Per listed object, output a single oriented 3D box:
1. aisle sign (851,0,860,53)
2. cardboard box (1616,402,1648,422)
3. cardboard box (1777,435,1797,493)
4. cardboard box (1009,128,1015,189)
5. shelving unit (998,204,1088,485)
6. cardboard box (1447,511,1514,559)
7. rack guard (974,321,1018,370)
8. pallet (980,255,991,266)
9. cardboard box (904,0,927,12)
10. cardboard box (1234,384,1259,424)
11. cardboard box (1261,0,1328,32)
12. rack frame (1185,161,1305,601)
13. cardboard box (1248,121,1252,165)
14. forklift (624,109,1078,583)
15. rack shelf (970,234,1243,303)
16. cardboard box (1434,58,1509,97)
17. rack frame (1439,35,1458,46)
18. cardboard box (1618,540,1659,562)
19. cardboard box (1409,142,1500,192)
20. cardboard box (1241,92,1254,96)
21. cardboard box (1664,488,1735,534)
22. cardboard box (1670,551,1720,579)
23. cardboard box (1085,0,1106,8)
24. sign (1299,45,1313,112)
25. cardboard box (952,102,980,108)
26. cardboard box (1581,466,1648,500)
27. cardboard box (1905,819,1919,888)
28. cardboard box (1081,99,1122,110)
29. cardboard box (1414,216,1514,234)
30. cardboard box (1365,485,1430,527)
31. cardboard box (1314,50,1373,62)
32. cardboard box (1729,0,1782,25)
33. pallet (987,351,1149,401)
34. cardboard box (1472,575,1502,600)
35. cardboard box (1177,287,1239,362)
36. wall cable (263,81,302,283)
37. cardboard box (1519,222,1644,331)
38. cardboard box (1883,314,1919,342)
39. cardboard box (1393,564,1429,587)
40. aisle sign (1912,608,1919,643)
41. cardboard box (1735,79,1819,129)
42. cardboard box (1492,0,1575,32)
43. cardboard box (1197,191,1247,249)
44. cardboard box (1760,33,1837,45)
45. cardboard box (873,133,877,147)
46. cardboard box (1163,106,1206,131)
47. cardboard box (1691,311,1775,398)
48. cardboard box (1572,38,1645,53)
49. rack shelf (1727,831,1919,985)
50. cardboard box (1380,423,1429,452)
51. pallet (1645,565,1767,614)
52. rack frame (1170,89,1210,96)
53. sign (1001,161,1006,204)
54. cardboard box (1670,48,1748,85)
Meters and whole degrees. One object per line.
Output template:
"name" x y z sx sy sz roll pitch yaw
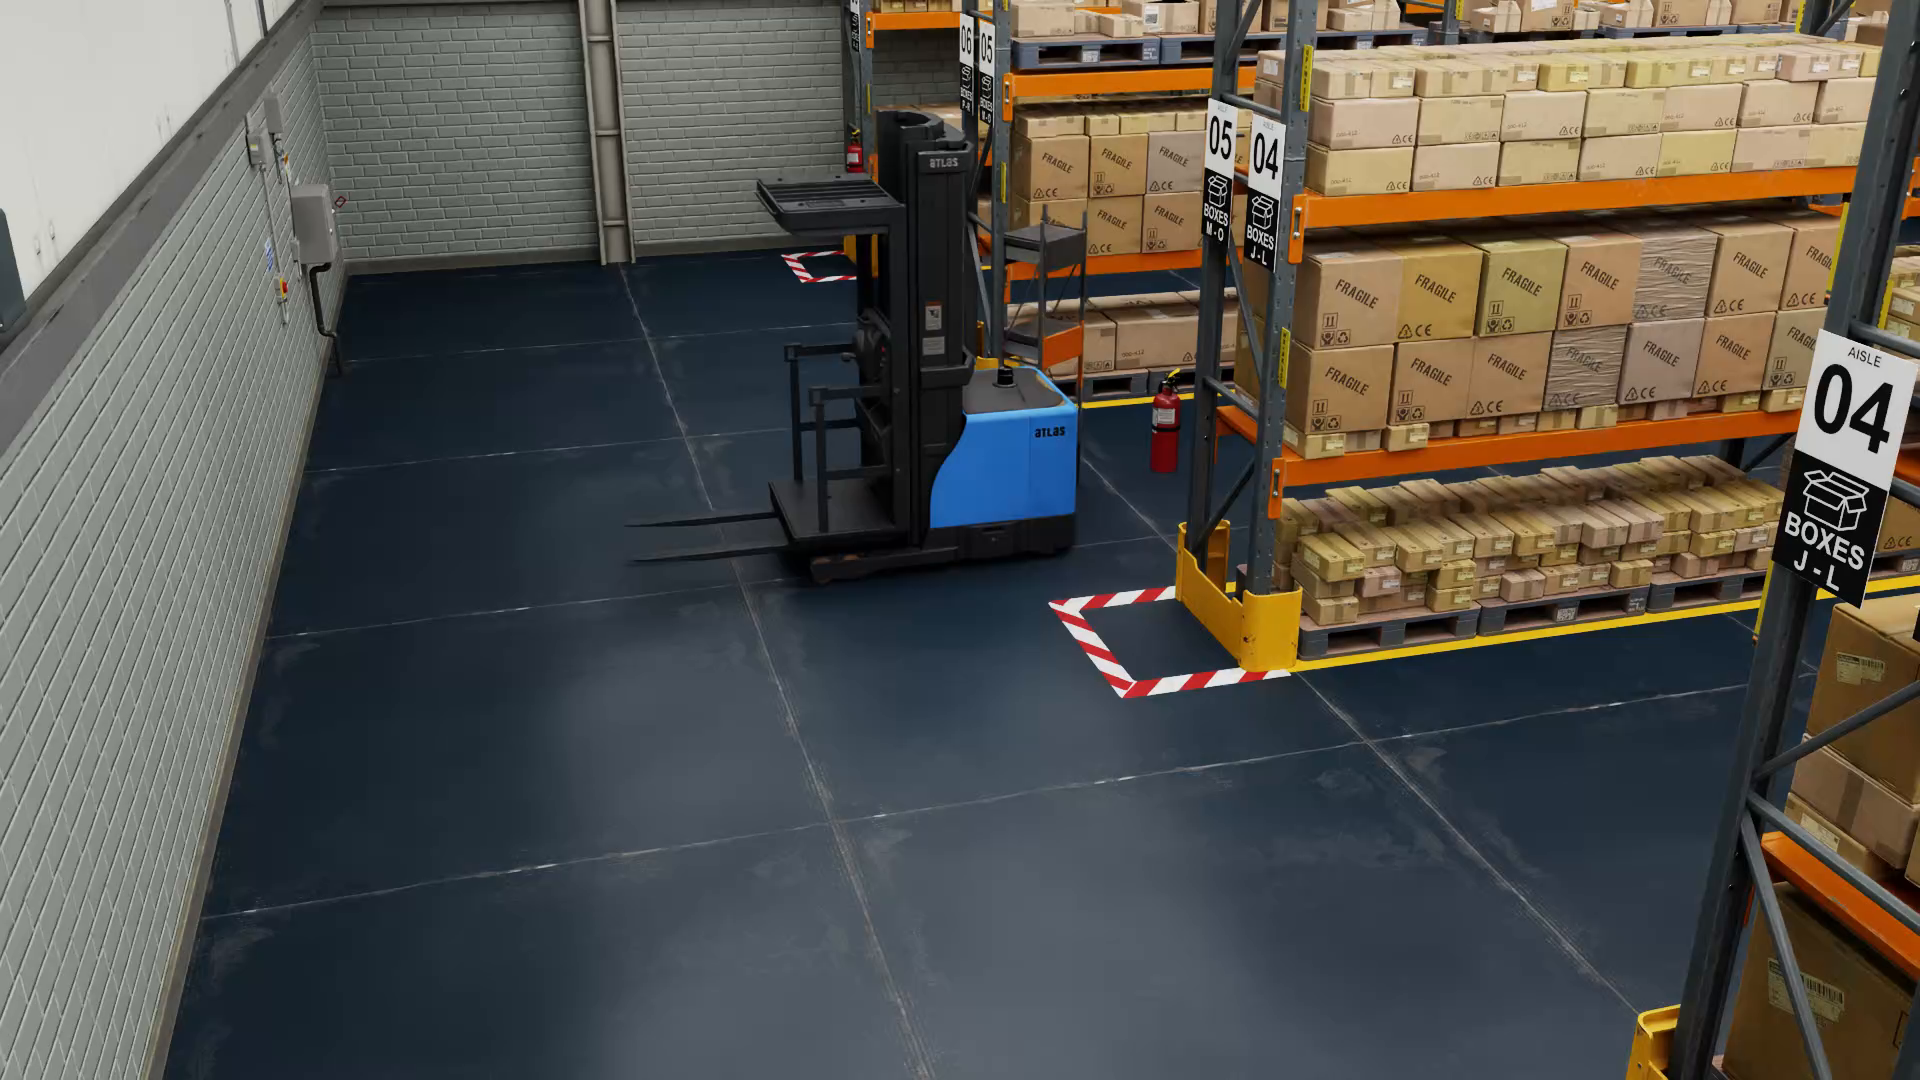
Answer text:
"aisle sign" -1.124 -5.643 17.799 0.004 0.787 0.394 -6 24 -14
"cardboard box" 4.021 -0.865 10.282 0.250 0.149 0.380 -7 24 -15
"cardboard box" 6.137 -0.459 11.653 0.500 0.500 0.500 -7 24 -15
"cardboard box" 0.607 -3.330 14.311 0.500 0.500 0.500 -6 24 -13
"shelving unit" 0.599 -1.366 12.271 0.431 2.100 0.503 19 30 37
"cardboard box" 3.234 -0.034 10.354 0.250 0.149 0.380 -5 24 -12
"rack guard" 0.184 -1.531 14.685 0.348 0.500 1.175 -6 24 -14
"pallet" -0.297 -3.378 19.356 1.213 0.211 1.003 -6 24 -14
"cardboard box" -0.522 -5.813 18.009 0.250 0.149 0.380 -6 24 -13
"cardboard box" 1.879 -0.841 10.224 0.250 0.149 0.380 -6 24 -14
"cardboard box" 2.769 -4.618 14.113 0.637 0.503 0.797 -4 24 -10
"rack frame" 1.642 -0.814 9.843 0.127 3.000 1.000 -6 24 -14
"cardboard box" 2.008 -2.272 9.628 0.500 0.250 0.500 -7 24 -16
"forklift" -0.768 -1.289 11.037 3.031 2.935 1.130 -6 24 -14
"rack shelf" 2.133 -2.565 14.836 4.000 0.370 1.077 -6 24 -14
"cardboard box" 2.780 -2.532 9.093 0.250 0.149 0.380 -6 24 -14
"rack frame" 4.058 -3.109 15.191 0.127 3.000 1.000 -6 24 -14
"cardboard box" 4.257 -0.013 10.681 0.250 0.149 0.380 -6 24 -13
"cardboard box" 2.651 -2.129 9.293 0.500 0.250 0.500 -6 24 -13
"cardboard box" 2.688 -3.880 14.771 0.250 0.149 0.380 -7 24 -16
"cardboard box" 4.748 -0.188 10.713 0.250 0.149 0.380 -7 24 -15
"cardboard box" 4.698 0.097 10.803 0.250 0.149 0.380 -7 24 -16
"cardboard box" 1.447 -6.013 18.475 0.250 0.149 0.380 -5 24 -13
"sign" 1.788 -2.388 8.599 0.005 0.325 0.100 -6 24 -14
"cardboard box" 0.209 -4.890 19.154 0.500 0.250 0.500 -6 24 -13
"cardboard box" 4.349 -0.349 11.089 0.250 0.149 0.380 -7 24 -16
"cardboard box" 3.419 1.063 5.281 0.500 0.250 0.500 -7 24 -16
"cardboard box" 1.216 -3.707 14.368 0.250 0.149 0.380 -6 24 -13
"cardboard box" 3.001 -1.712 10.164 0.500 0.500 0.500 -5 24 -12
"cardboard box" 2.822 -0.207 10.757 0.250 0.149 0.380 -7 24 -16
"cardboard box" 2.140 -2.681 9.440 0.250 0.149 0.380 -6 24 -14
"cardboard box" 7.008 -4.974 15.076 0.500 0.500 0.700 -8 24 -17
"pallet" 0.956 -1.516 15.015 1.213 0.211 1.003 -6 24 -14
"cardboard box" 3.195 0.232 10.488 0.250 0.149 0.380 -6 24 -14
"cardboard box" 2.563 -2.002 15.330 0.875 0.438 0.875 -7 24 -16
"wall cable" -5.610 -3.077 13.829 0.122 1.984 0.588 -6 24 -14
"cardboard box" 3.626 -1.562 9.814 0.500 0.500 0.500 -7 24 -16
"cardboard box" 5.996 -1.322 10.435 0.250 0.149 0.380 -6 24 -14
"cardboard box" 2.706 0.141 10.324 0.250 0.149 0.380 -6 24 -14
"aisle sign" 2.896 0.007 4.633 0.004 0.787 0.394 -6 24 -14
"cardboard box" 4.613 -2.583 9.717 0.500 0.250 0.500 -7 24 -17
"cardboard box" 4.985 -4.710 14.459 0.500 0.500 0.500 -7 24 -15
"cardboard box" 2.199 -2.842 14.443 0.500 0.500 0.500 -6 24 -13
"cardboard box" 5.147 -3.024 10.239 0.250 0.149 0.380 -7 24 -15
"cardboard box" -0.891 -4.588 18.958 0.250 0.149 0.380 -7 24 -15
"cardboard box" 1.877 -3.551 14.005 0.250 0.149 0.380 -6 24 -14
"cardboard box" 4.603 -1.209 10.260 0.500 0.500 0.500 -7 24 -16
"cardboard box" 3.869 -2.902 9.955 0.250 0.149 0.380 -5 24 -12
"rack shelf" 4.810 1.197 6.068 4.000 0.370 1.077 -6 24 -14
"cardboard box" 2.549 -0.660 9.802 0.250 0.149 0.380 -7 24 -16
"pallet" 4.856 0.126 11.188 1.213 0.211 1.003 -6 24 -14
"rack frame" 2.714 -4.993 19.582 0.127 3.000 1.000 -6 24 -14
"sign" 0.351 -2.905 13.519 0.005 0.325 0.100 -6 24 -14
"cardboard box" 4.264 -2.711 9.511 0.250 0.149 0.380 -7 24 -16
